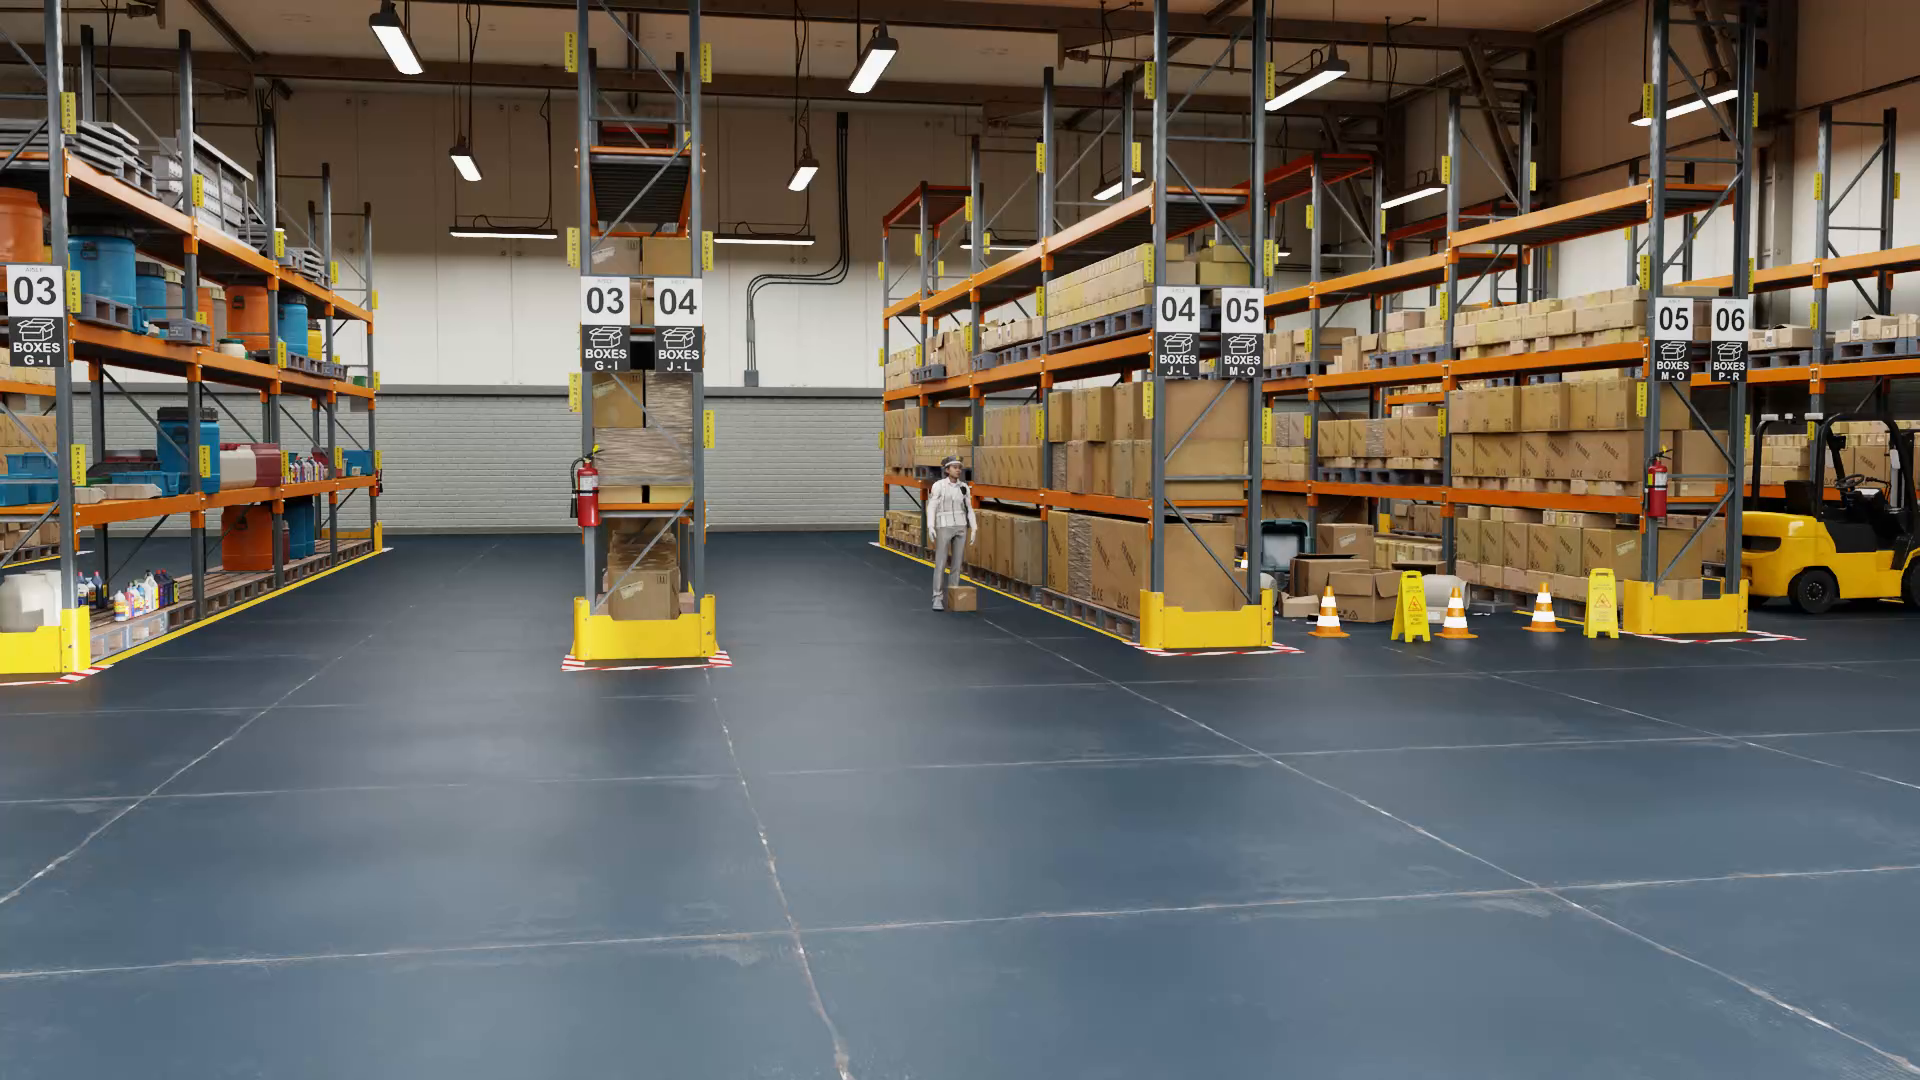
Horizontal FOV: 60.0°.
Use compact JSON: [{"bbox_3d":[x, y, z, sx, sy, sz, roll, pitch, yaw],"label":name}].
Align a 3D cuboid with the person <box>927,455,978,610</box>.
[{"bbox_3d":[-0.072,-0.095,18.410,0.587,1.696,0.531,-1,3,-18],"label":"person"}]
